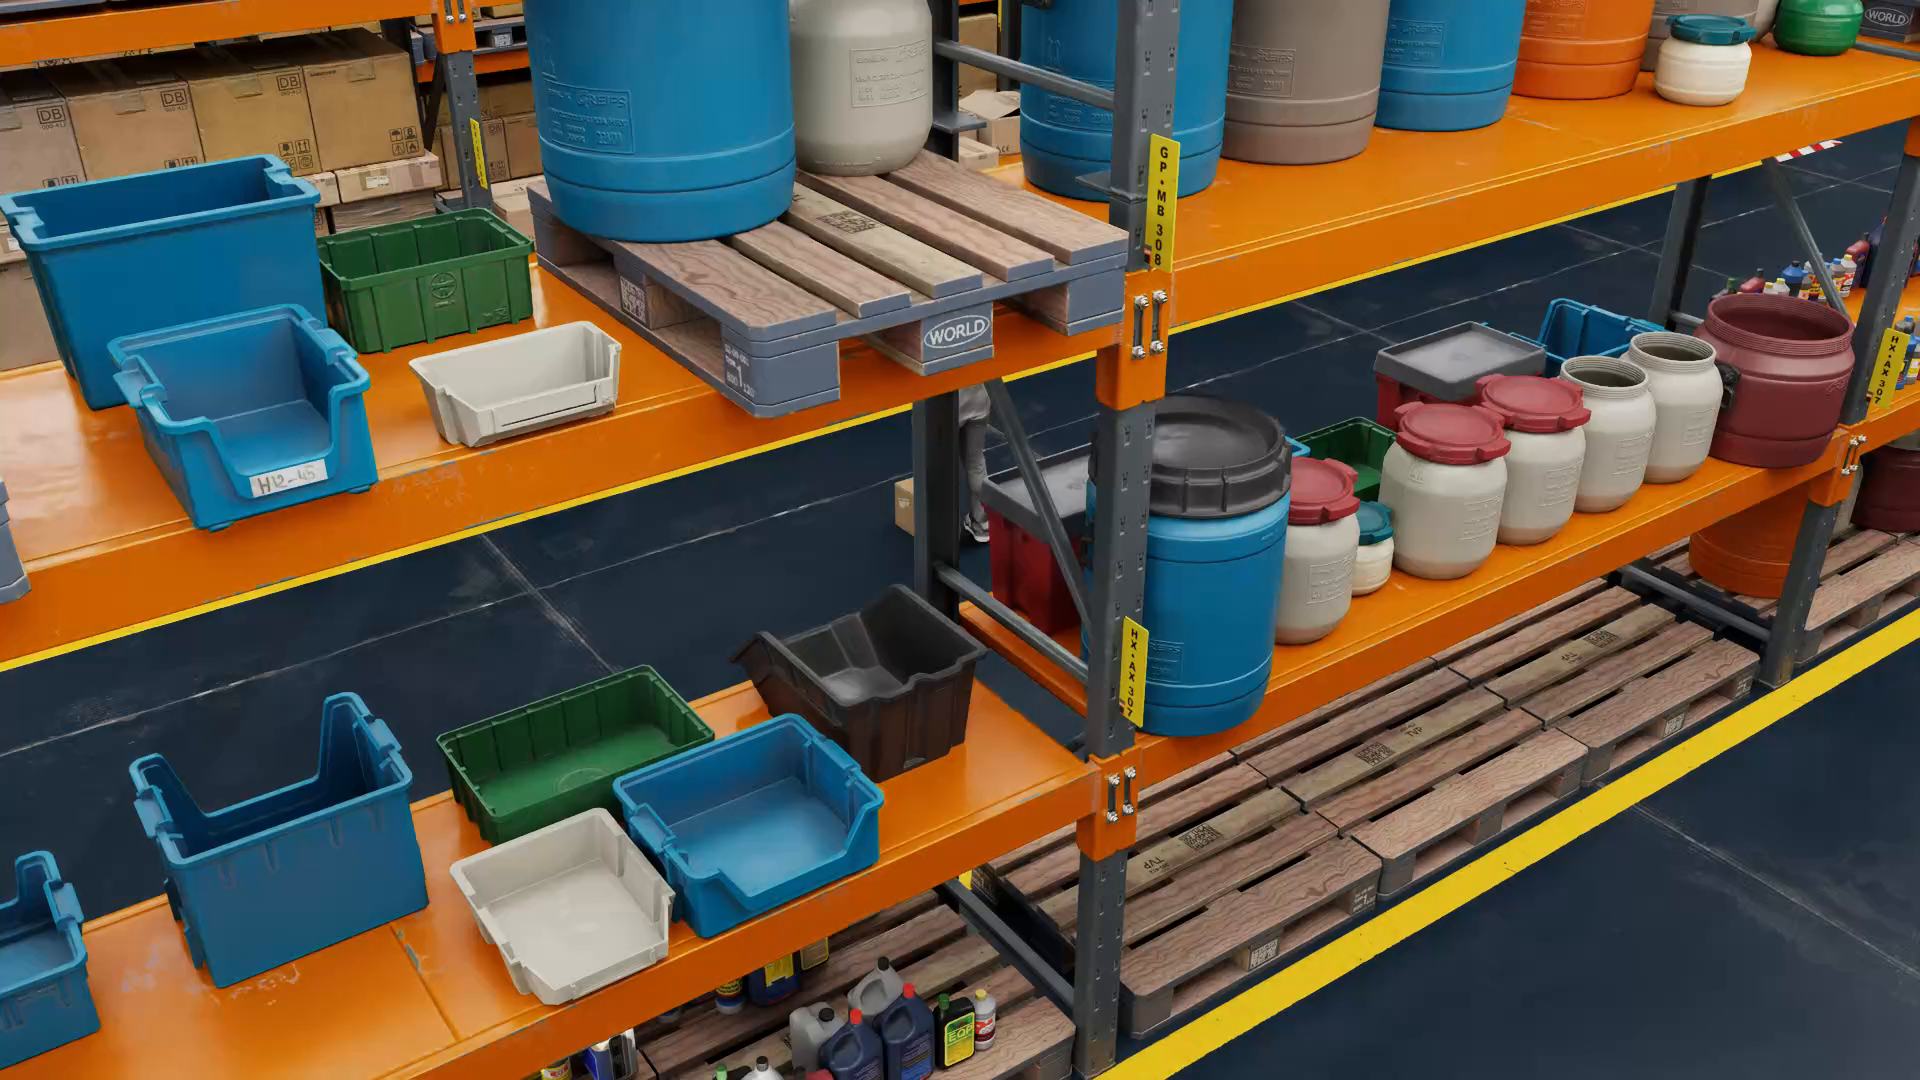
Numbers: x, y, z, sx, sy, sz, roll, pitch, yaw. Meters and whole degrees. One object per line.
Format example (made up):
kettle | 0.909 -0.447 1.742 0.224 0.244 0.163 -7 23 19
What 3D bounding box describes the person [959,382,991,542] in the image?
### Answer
person | -0.030 -0.680 8.363 0.463 1.593 0.364 -19 34 -30
